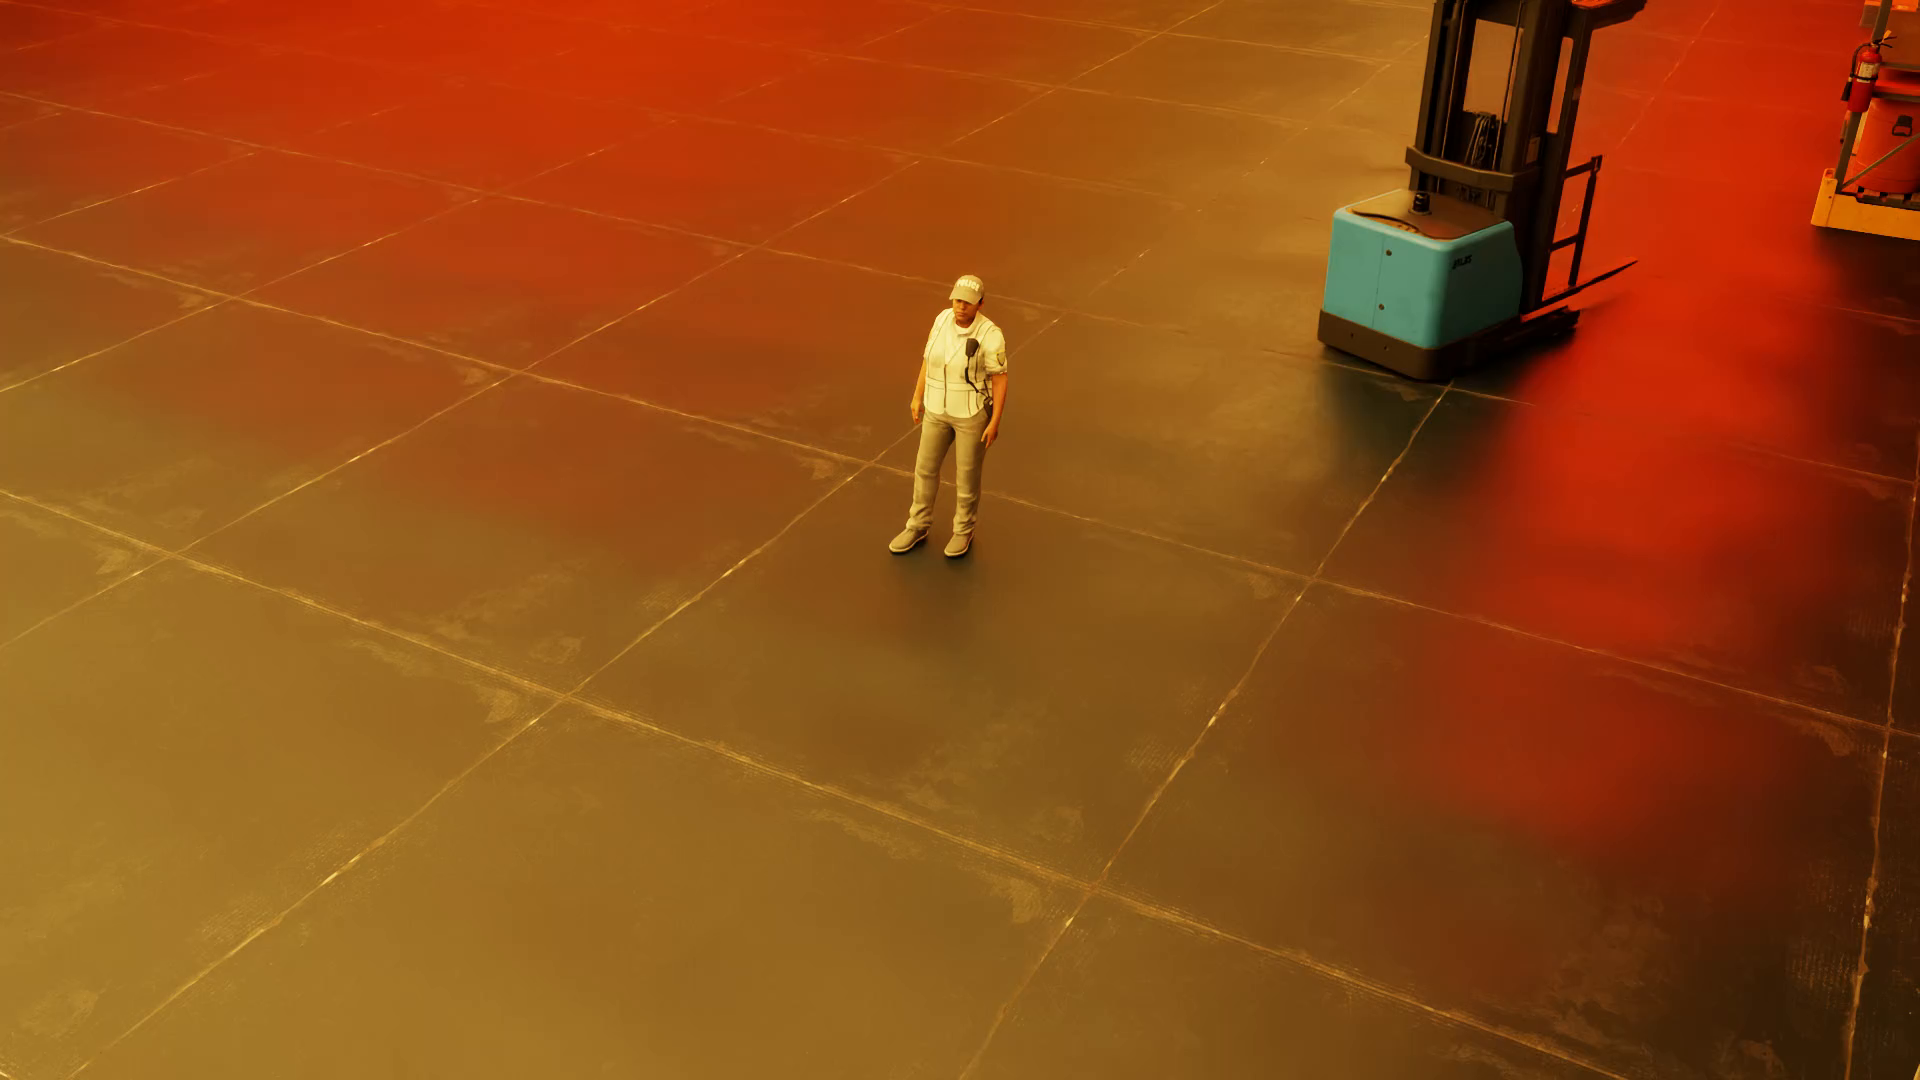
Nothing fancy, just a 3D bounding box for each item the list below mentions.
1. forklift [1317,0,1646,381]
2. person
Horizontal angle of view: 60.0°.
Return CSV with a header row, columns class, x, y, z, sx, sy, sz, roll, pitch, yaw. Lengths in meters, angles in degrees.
class,x,y,z,sx,sy,sz,roll,pitch,yaw
forklift,4.137,-3.006,12.280,3.031,2.935,1.130,-22,37,-34
person,-0.057,-0.700,9.534,0.598,1.670,0.529,15,33,25
